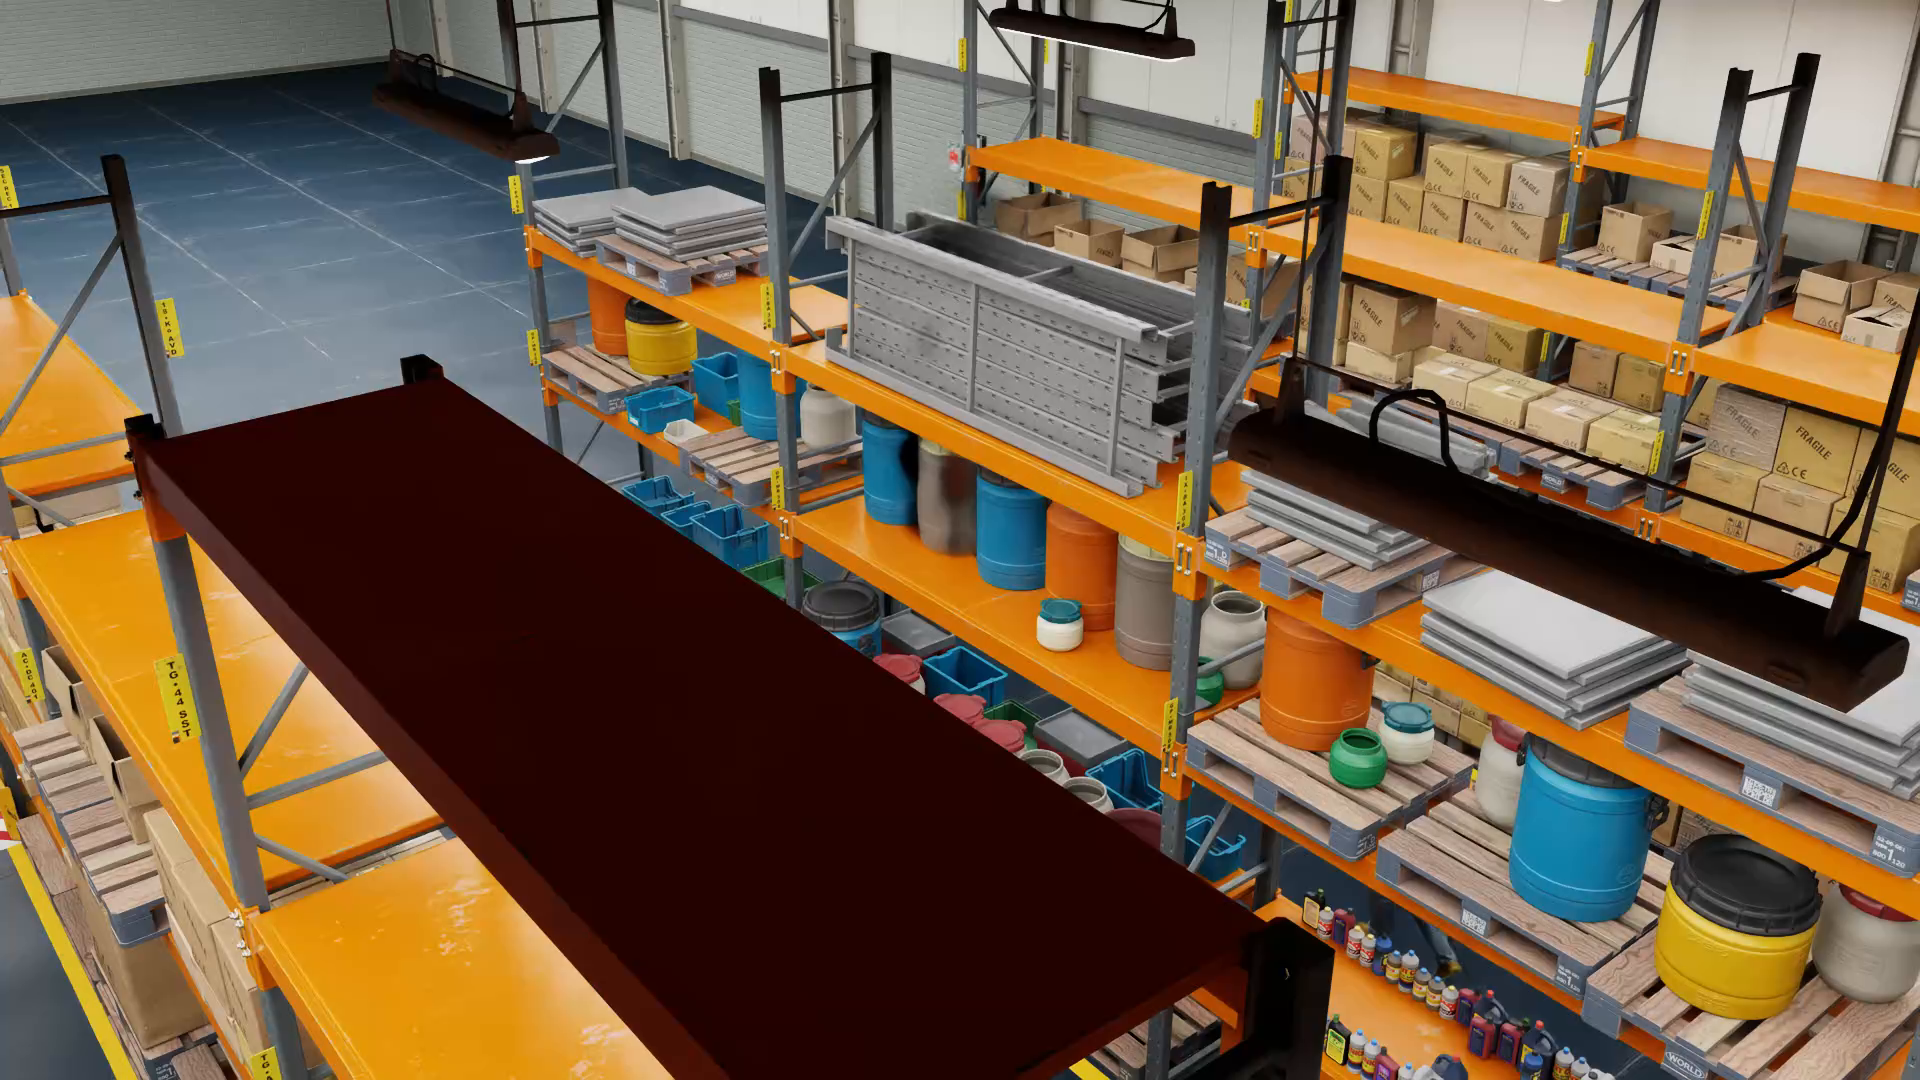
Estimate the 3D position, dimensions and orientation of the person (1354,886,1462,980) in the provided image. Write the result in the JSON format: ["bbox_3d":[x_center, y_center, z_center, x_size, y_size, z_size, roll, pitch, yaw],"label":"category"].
[{"bbox_3d":[3.066,2.176,11.225,0.725,1.756,0.896,-20,32,-35],"label":"person"}]
